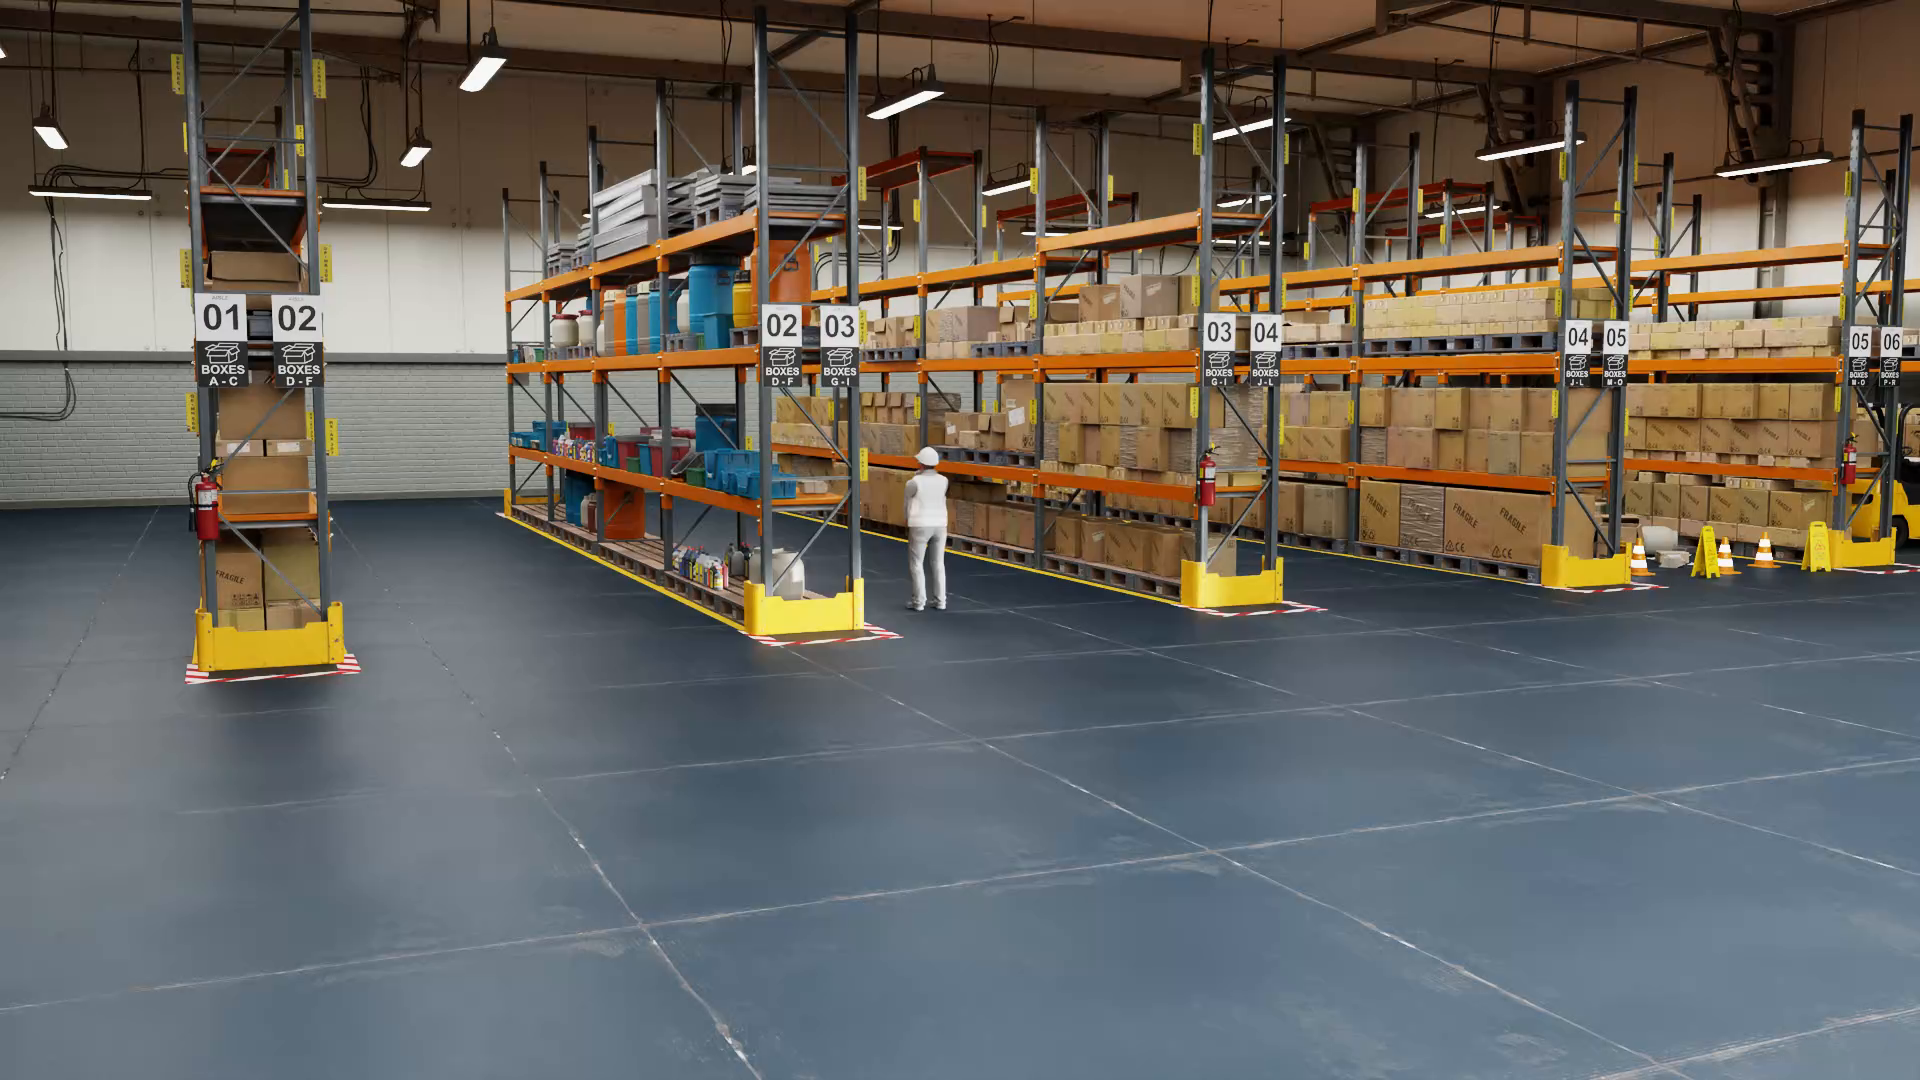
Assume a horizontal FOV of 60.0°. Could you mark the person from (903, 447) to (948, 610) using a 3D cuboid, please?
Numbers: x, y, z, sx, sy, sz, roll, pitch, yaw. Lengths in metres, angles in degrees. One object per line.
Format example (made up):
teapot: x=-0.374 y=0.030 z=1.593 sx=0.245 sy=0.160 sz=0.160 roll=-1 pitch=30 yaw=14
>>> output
person: x=-0.402 y=-0.135 z=18.100 sx=0.494 sy=1.762 sz=0.557 roll=-2 pitch=6 yaw=-24
